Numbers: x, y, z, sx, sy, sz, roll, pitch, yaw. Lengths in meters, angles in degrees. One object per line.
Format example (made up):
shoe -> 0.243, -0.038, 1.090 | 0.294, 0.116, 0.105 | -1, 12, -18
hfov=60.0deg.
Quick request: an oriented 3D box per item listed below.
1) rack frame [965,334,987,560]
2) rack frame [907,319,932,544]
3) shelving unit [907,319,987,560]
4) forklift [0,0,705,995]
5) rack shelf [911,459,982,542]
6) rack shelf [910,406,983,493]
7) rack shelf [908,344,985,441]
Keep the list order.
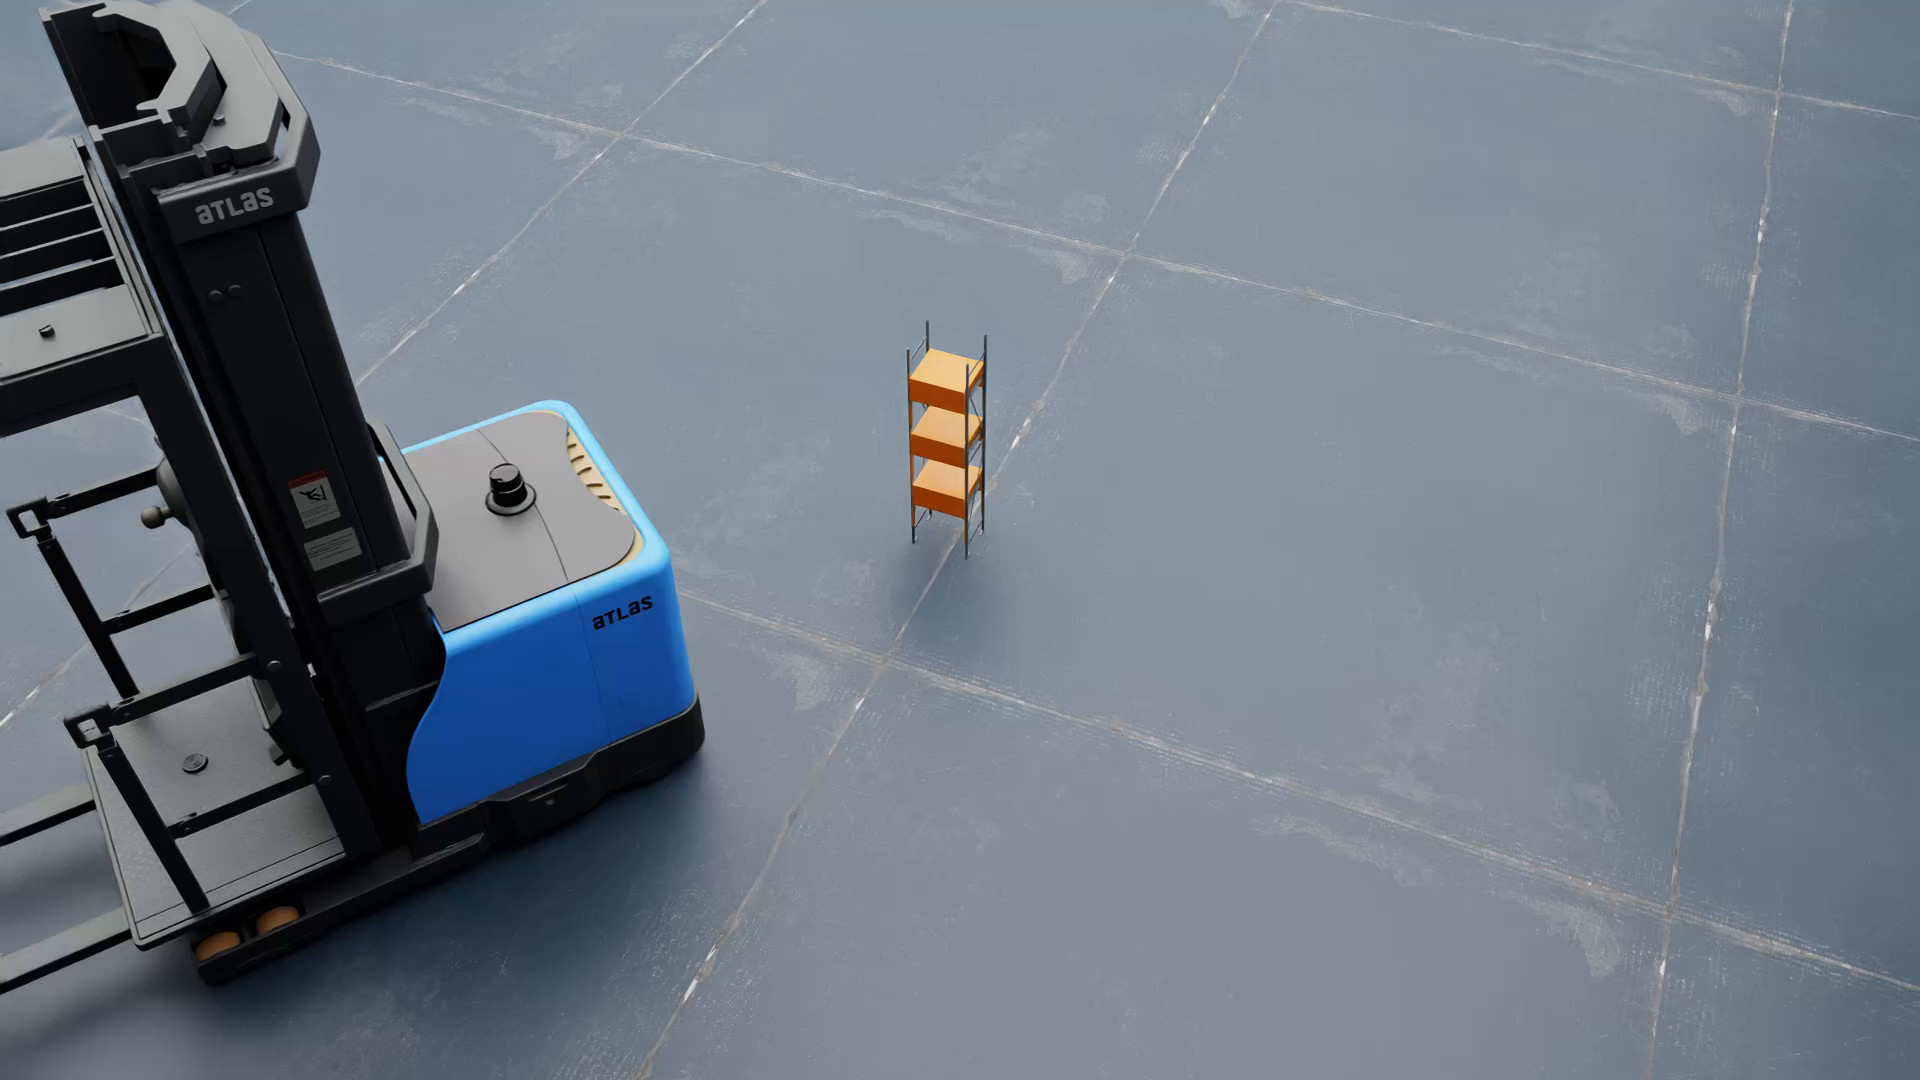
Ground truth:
rack frame -> 0.063, -0.354, 6.700 | 0.008, 1.050, 0.200 | 16, 47, 16
rack frame -> -0.162, -0.420, 6.767 | 0.008, 1.050, 0.200 | 16, 47, 16
shelving unit -> -0.049, -0.387, 6.733 | 0.252, 1.050, 0.215 | 16, 47, 16
forklift -> -2.487, 0.009, 5.002 | 3.031, 2.935, 1.130 | -23, 49, -21
rack shelf -> -0.049, -0.182, 6.937 | 0.240, 0.259, 0.215 | 16, 47, 16
rack shelf -> -0.049, -0.379, 6.741 | 0.240, 0.259, 0.215 | 16, 47, 16
rack shelf -> -0.049, -0.580, 6.541 | 0.240, 0.259, 0.215 | 16, 47, 16
